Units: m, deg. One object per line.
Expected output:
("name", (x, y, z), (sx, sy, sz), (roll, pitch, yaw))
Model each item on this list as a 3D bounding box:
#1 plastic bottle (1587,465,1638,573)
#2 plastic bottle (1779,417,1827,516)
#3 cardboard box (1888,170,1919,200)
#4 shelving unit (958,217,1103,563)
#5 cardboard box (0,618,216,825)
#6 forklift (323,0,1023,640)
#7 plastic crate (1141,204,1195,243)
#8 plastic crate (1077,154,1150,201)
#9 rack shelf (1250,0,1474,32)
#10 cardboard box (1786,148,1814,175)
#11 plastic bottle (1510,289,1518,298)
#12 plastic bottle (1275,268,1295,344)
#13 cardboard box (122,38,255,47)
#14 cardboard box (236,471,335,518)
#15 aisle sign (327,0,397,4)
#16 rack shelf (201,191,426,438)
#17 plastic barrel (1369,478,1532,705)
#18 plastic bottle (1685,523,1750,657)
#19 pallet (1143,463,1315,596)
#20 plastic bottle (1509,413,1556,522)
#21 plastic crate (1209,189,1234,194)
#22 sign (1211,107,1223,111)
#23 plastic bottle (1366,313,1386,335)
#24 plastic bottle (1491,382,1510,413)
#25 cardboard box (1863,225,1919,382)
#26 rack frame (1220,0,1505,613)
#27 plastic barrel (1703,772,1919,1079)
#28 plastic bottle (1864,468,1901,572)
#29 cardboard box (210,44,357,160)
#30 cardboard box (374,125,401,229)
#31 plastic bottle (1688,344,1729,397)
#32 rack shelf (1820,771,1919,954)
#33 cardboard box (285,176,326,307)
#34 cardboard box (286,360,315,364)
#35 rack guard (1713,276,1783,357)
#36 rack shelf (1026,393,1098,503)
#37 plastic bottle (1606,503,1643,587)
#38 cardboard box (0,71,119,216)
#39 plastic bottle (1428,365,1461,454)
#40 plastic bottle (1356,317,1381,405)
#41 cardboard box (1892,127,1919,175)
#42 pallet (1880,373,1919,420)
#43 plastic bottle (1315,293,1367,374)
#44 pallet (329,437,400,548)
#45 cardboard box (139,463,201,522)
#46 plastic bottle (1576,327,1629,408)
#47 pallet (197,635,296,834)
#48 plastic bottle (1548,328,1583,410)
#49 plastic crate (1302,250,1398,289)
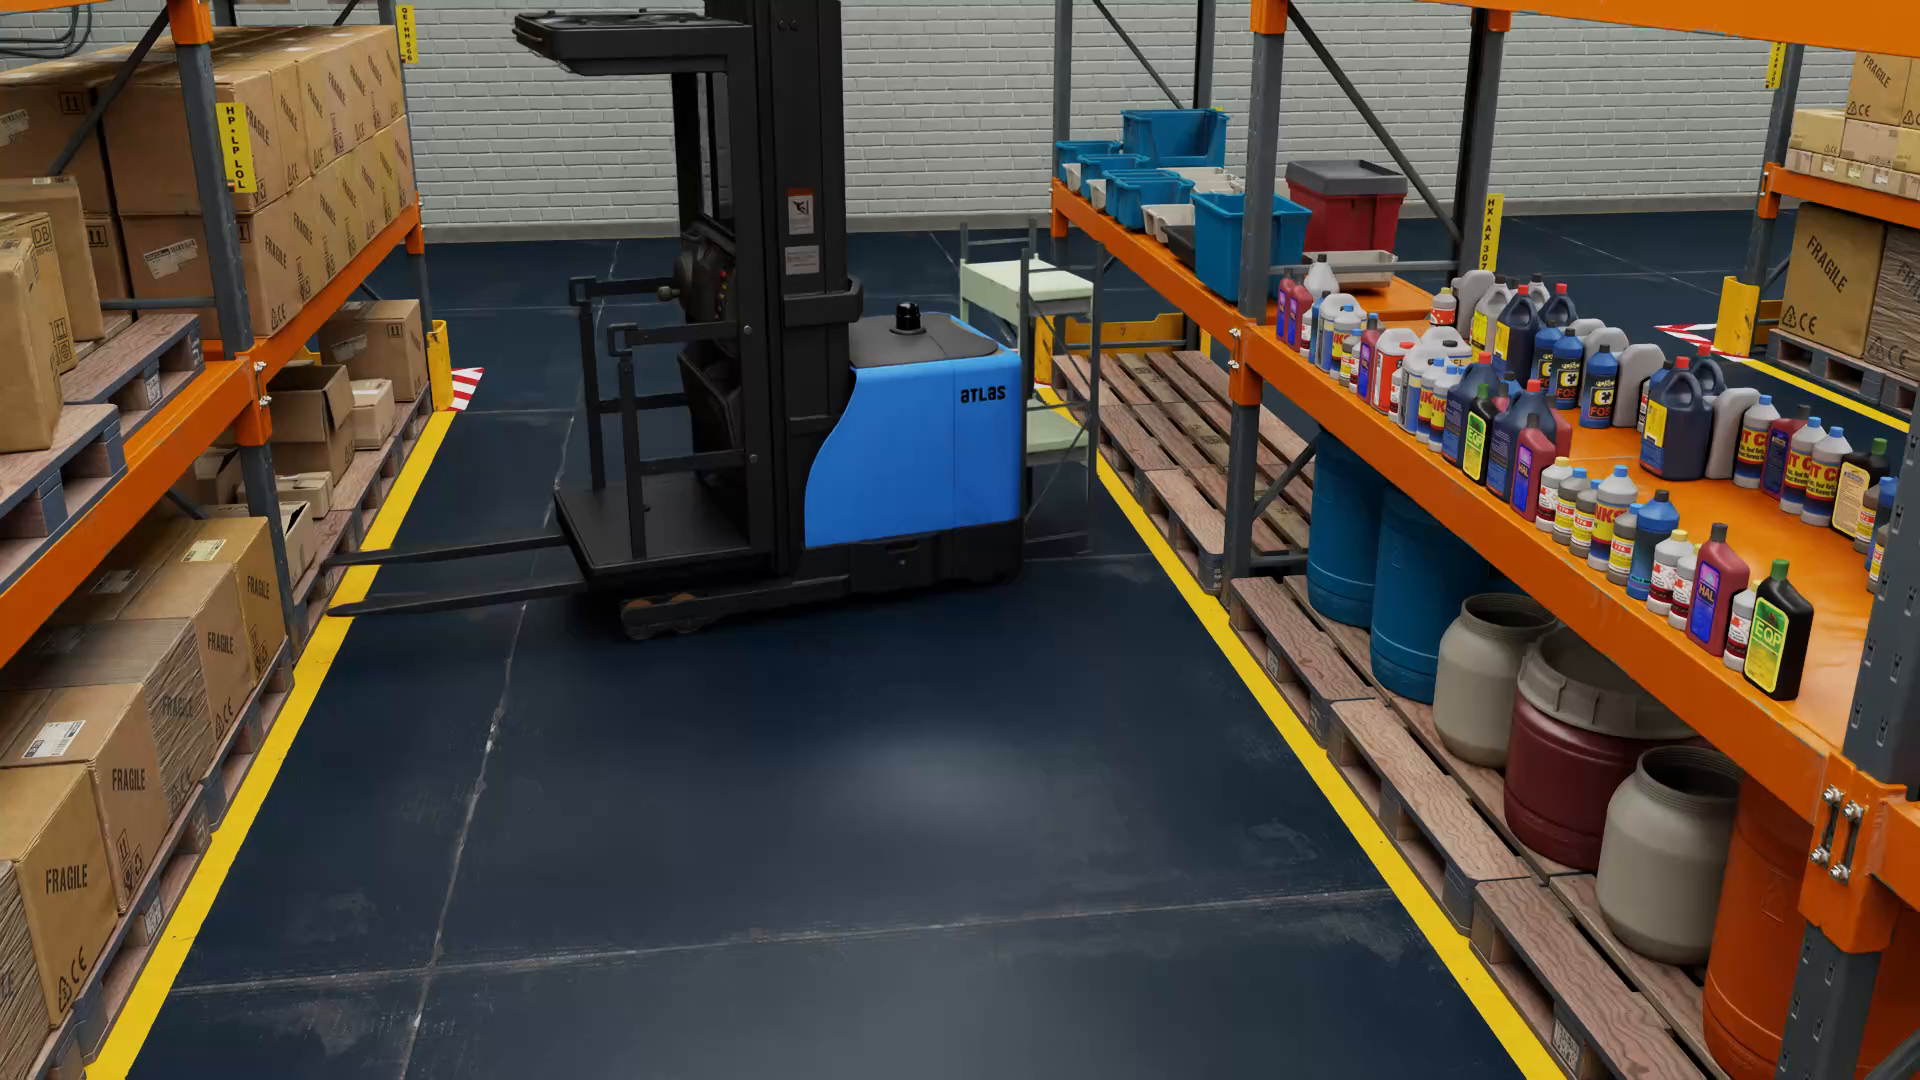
("plastic bottle", (1.679, -0.059, 4.270), (0.097, 0.271, 0.097), (0, 20, 0))
("plastic bottle", (2.382, -0.212, 4.681), (0.097, 0.271, 0.097), (0, 20, 0))
("cardboard box", (5.870, -2.152, 10.049), (0.380, 0.149, 0.250), (-3, 21, -9))
("shelving unit", (0.324, -0.738, 8.050), (0.431, 1.500, 0.755), (-8, 22, -20))
("cardboard box", (-2.741, 0.585, 5.306), (0.500, 0.500, 0.500), (-3, 21, -7))
("forklift", (-1.279, -1.157, 7.126), (3.031, 2.935, 1.130), (-8, 22, -20))
("plastic crate", (1.123, -1.622, 8.563), (0.293, 0.136, 0.466), (-3, 21, -8))
("plastic crate", (0.899, -2.134, 9.797), (0.416, 0.233, 0.300), (-3, 21, -8))
("rack shelf", (1.383, -2.890, 8.409), (1.077, 0.370, 4.000), (-3, 21, -8))
("cardboard box", (5.720, -2.507, 11.001), (0.380, 0.149, 0.250), (-3, 21, -7))
("plastic bottle", (2.100, -0.825, 6.315), (0.152, 0.276, 0.135), (-3, 21, -8))
("plastic bottle", (1.302, -0.927, 6.577), (0.061, 0.283, 0.133), (-3, 21, -8))
("cardboard box", (-3.855, -2.260, 8.409), (0.500, 0.500, 0.500), (-3, 21, -7))
("cardboard box", (-3.212, -0.215, 7.926), (0.380, 0.166, 0.250), (-3, 21, -8))
("aisle sign", (-3.514, -3.523, 9.646), (0.394, 0.787, 0.004), (-3, 21, -8))
("rack shelf", (-3.519, -1.237, 8.268), (1.077, 0.370, 4.000), (-3, 21, -8))
("plastic barrel", (1.835, 0.091, 6.085), (0.600, 0.901, 0.708), (-3, 21, -8))
("plastic bottle", (1.734, 0.111, 3.798), (0.061, 0.283, 0.133), (-3, 21, -8))
("pallet", (1.527, -0.076, 8.118), (1.003, 0.211, 1.213), (-3, 21, -8))
("plastic bottle", (1.603, -0.204, 4.643), (0.061, 0.283, 0.133), (-3, 21, -8))
("plastic crate", (1.544, -1.848, 9.169), (0.298, 0.136, 0.250), (-3, 21, -8))
("sign", (1.637, -2.625, 10.723), (0.100, 0.325, 0.005), (-3, 21, -8))
("plastic bottle", (1.534, -0.743, 6.203), (0.097, 0.201, 0.097), (0, 20, 0))
("plastic bottle", (1.617, -0.318, 4.947), (0.061, 0.283, 0.133), (-3, 21, -8))
("cardboard box", (6.298, -1.433, 10.203), (0.875, 0.875, 0.875), (-3, 21, -8))
("rack frame", (1.671, -1.130, 6.954), (1.000, 3.000, 0.127), (-3, 21, -8))
("plastic barrel", (2.160, 0.907, 4.003), (0.600, 0.830, 0.708), (-3, 21, -8))
("plastic bottle", (2.389, -0.049, 4.245), (0.097, 0.271, 0.097), (0, 20, 0))
("cardboard box", (-3.244, -2.109, 8.004), (0.500, 0.500, 0.500), (-2, 21, -6))
("cardboard box", (-3.395, -1.992, 9.120), (0.500, 0.500, 0.500), (-3, 21, -7))
("plastic bottle", (2.286, -0.424, 5.134), (0.144, 0.351, 0.185), (-3, 21, -8))
("rack shelf", (2.536, 1.285, 1.518), (1.077, 0.370, 4.000), (-3, 21, -8))
("cardboard box", (-3.112, -1.295, 7.255), (0.500, 0.500, 0.500), (-3, 21, -7))
("cardboard box", (-4.087, -0.974, 9.984), (0.380, 0.149, 0.250), (-3, 21, -8))
("rack guard", (5.992, -1.602, 11.791), (1.175, 0.500, 0.348), (-3, 21, -8))
("rack shelf", (0.324, -0.433, 8.164), (0.431, 0.370, 0.720), (-8, 22, -20))
("plastic bottle", (1.693, 0.008, 4.192), (0.097, 0.201, 0.097), (0, 20, 0))
("cardboard box", (-3.560, -1.559, 6.530), (0.500, 0.500, 0.500), (-3, 21, -7))
("plastic bottle", (1.531, -0.414, 5.221), (0.097, 0.271, 0.097), (0, 20, 0))
("plastic bottle", (1.430, -0.619, 5.754), (0.061, 0.283, 0.133), (-3, 21, -8))
("cardboard box", (5.948, -2.300, 9.876), (0.500, 0.250, 0.500), (-4, 21, -10))
("pallet", (6.361, -0.764, 9.960), (1.003, 0.211, 1.213), (-3, 21, -8))
("plastic bottle", (1.414, -0.766, 6.156), (0.152, 0.276, 0.135), (-3, 21, -8))
("pallet", (-3.508, -0.236, 8.547), (1.003, 0.211, 1.213), (-3, 21, -8))
("cardboard box", (-3.594, -0.099, 7.139), (0.500, 0.500, 0.500), (-3, 21, -8))
("plastic bottle", (2.193, -0.604, 5.723), (0.152, 0.276, 0.135), (-3, 21, -8))
("pallet", (-3.076, 0.705, 6.028), (1.003, 0.211, 1.213), (-3, 21, -8))
("plastic bottle", (2.072, -0.589, 5.690), (0.097, 0.271, 0.097), (0, 20, 0))
("plastic crate", (1.745, -1.203, 7.440), (0.396, 0.136, 0.243), (-3, 21, -8))
